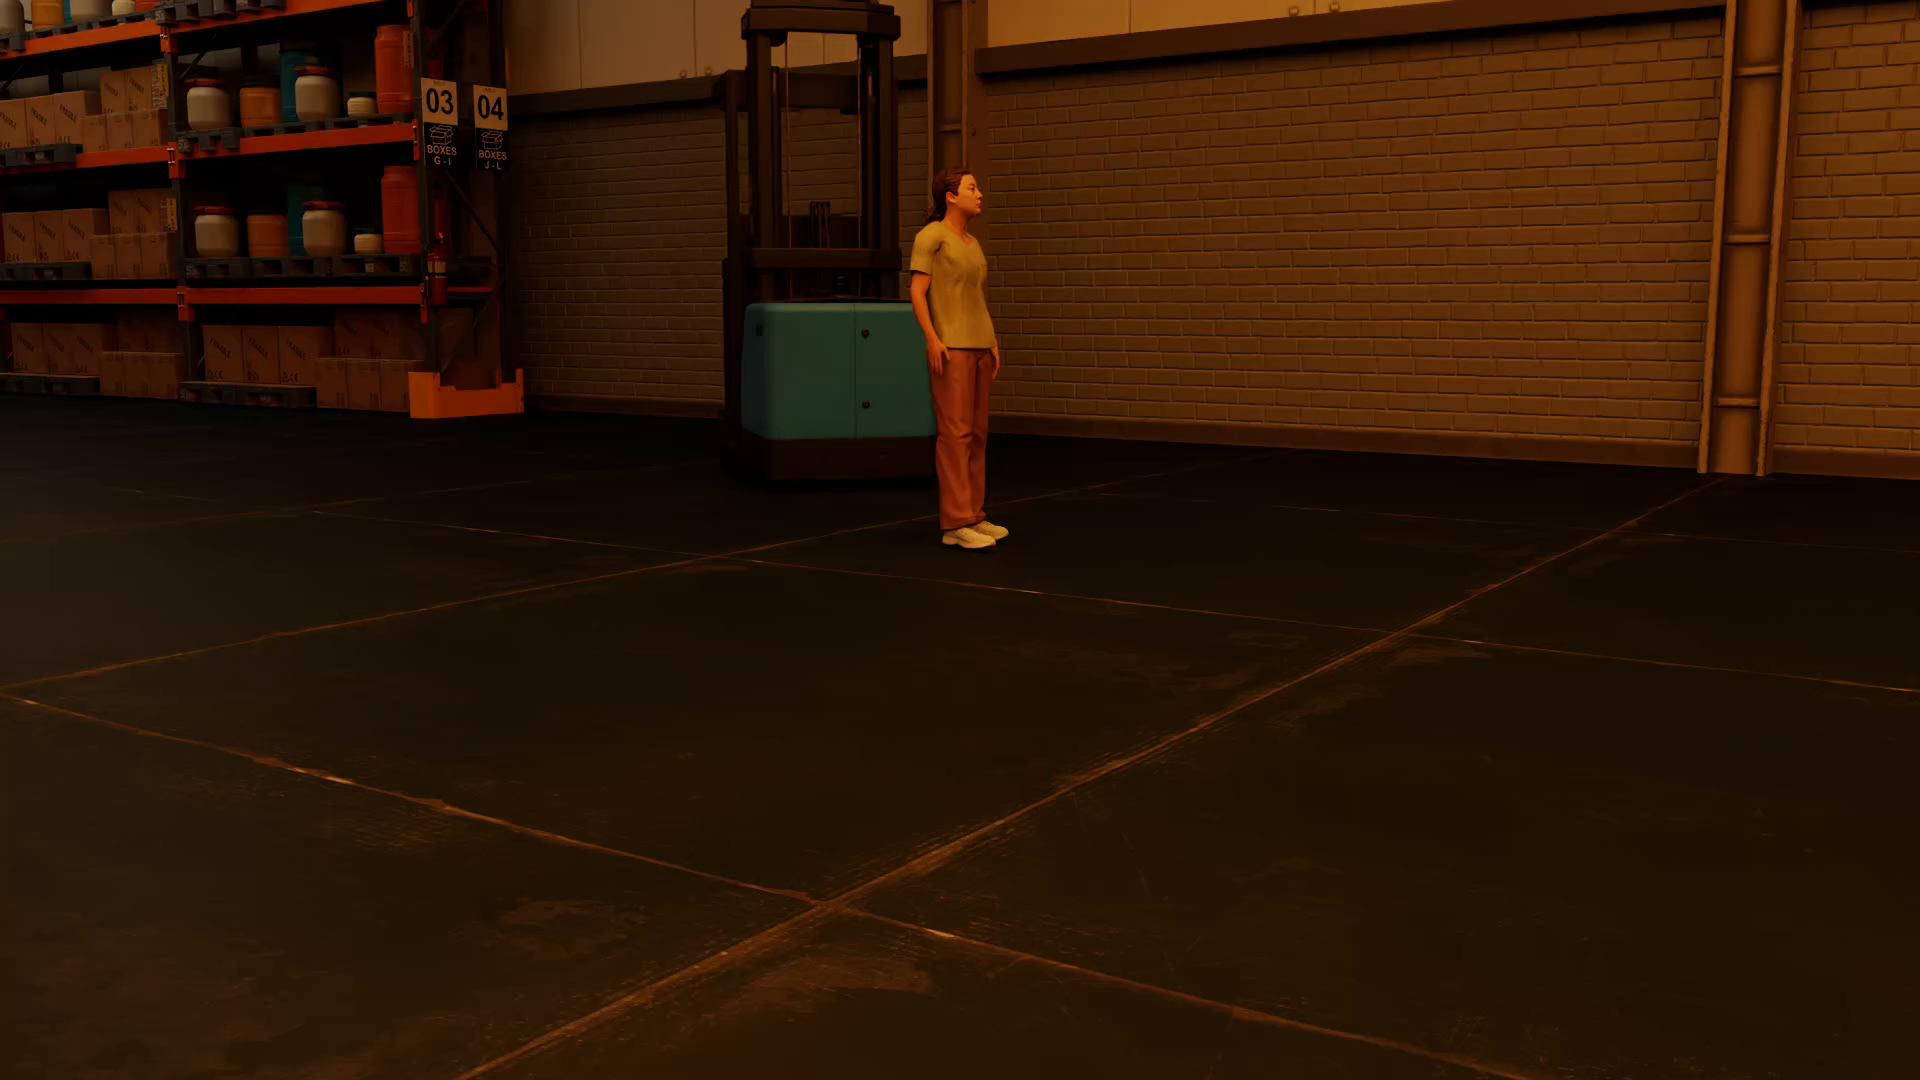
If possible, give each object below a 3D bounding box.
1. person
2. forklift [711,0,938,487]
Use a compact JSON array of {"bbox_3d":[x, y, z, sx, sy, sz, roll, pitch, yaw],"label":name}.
[{"bbox_3d":[0.020,-0.743,7.476,0.396,1.363,0.520,5,10,34],"label":"person"},{"bbox_3d":[-0.995,-1.934,10.791,1.130,2.935,3.031,-2,8,-15],"label":"forklift"}]
